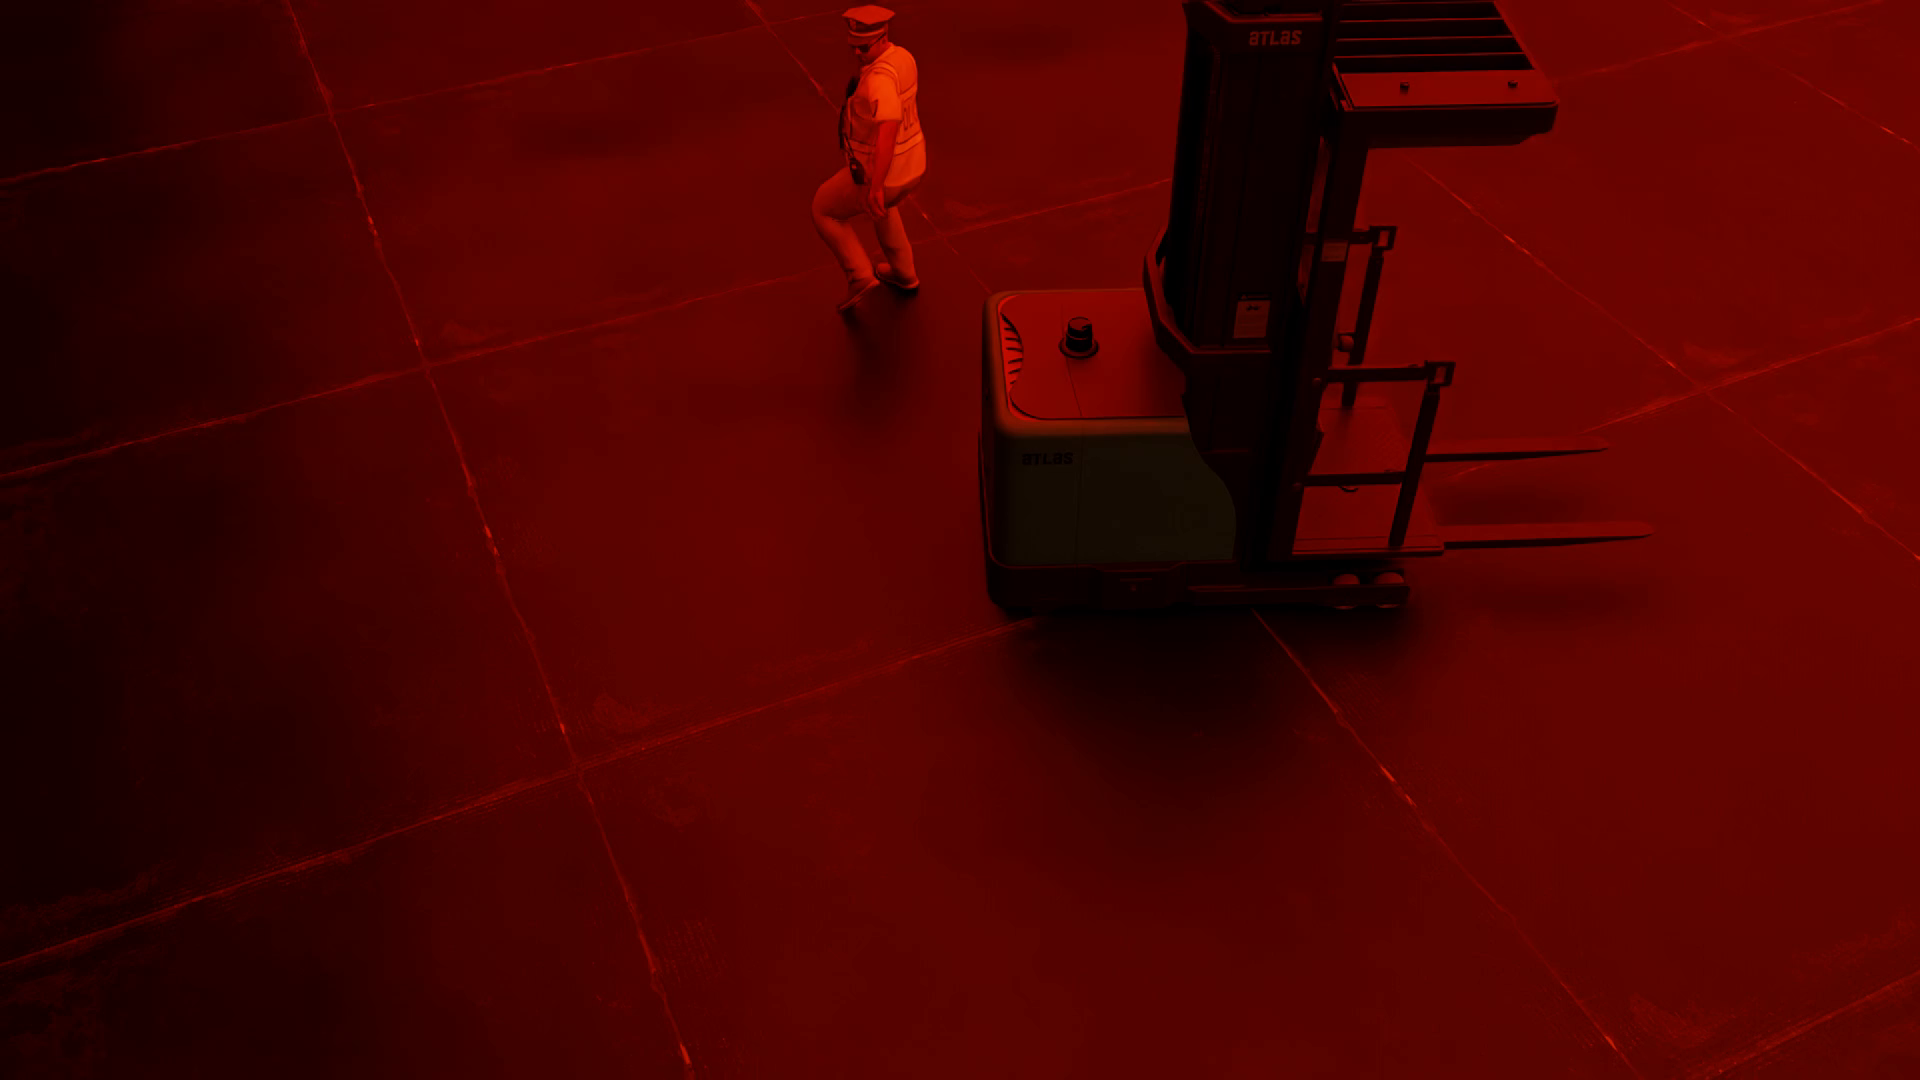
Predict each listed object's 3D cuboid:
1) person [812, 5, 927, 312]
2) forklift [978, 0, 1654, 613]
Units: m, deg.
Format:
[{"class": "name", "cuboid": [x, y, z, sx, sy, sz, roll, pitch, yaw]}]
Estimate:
[{"class": "person", "cuboid": [-0.459, -1.992, 8.762, 0.673, 1.672, 0.774, 24, 48, 24]}, {"class": "forklift", "cuboid": [1.622, -1.120, 6.881, 3.031, 2.935, 1.130, -2, 43, -2]}]
